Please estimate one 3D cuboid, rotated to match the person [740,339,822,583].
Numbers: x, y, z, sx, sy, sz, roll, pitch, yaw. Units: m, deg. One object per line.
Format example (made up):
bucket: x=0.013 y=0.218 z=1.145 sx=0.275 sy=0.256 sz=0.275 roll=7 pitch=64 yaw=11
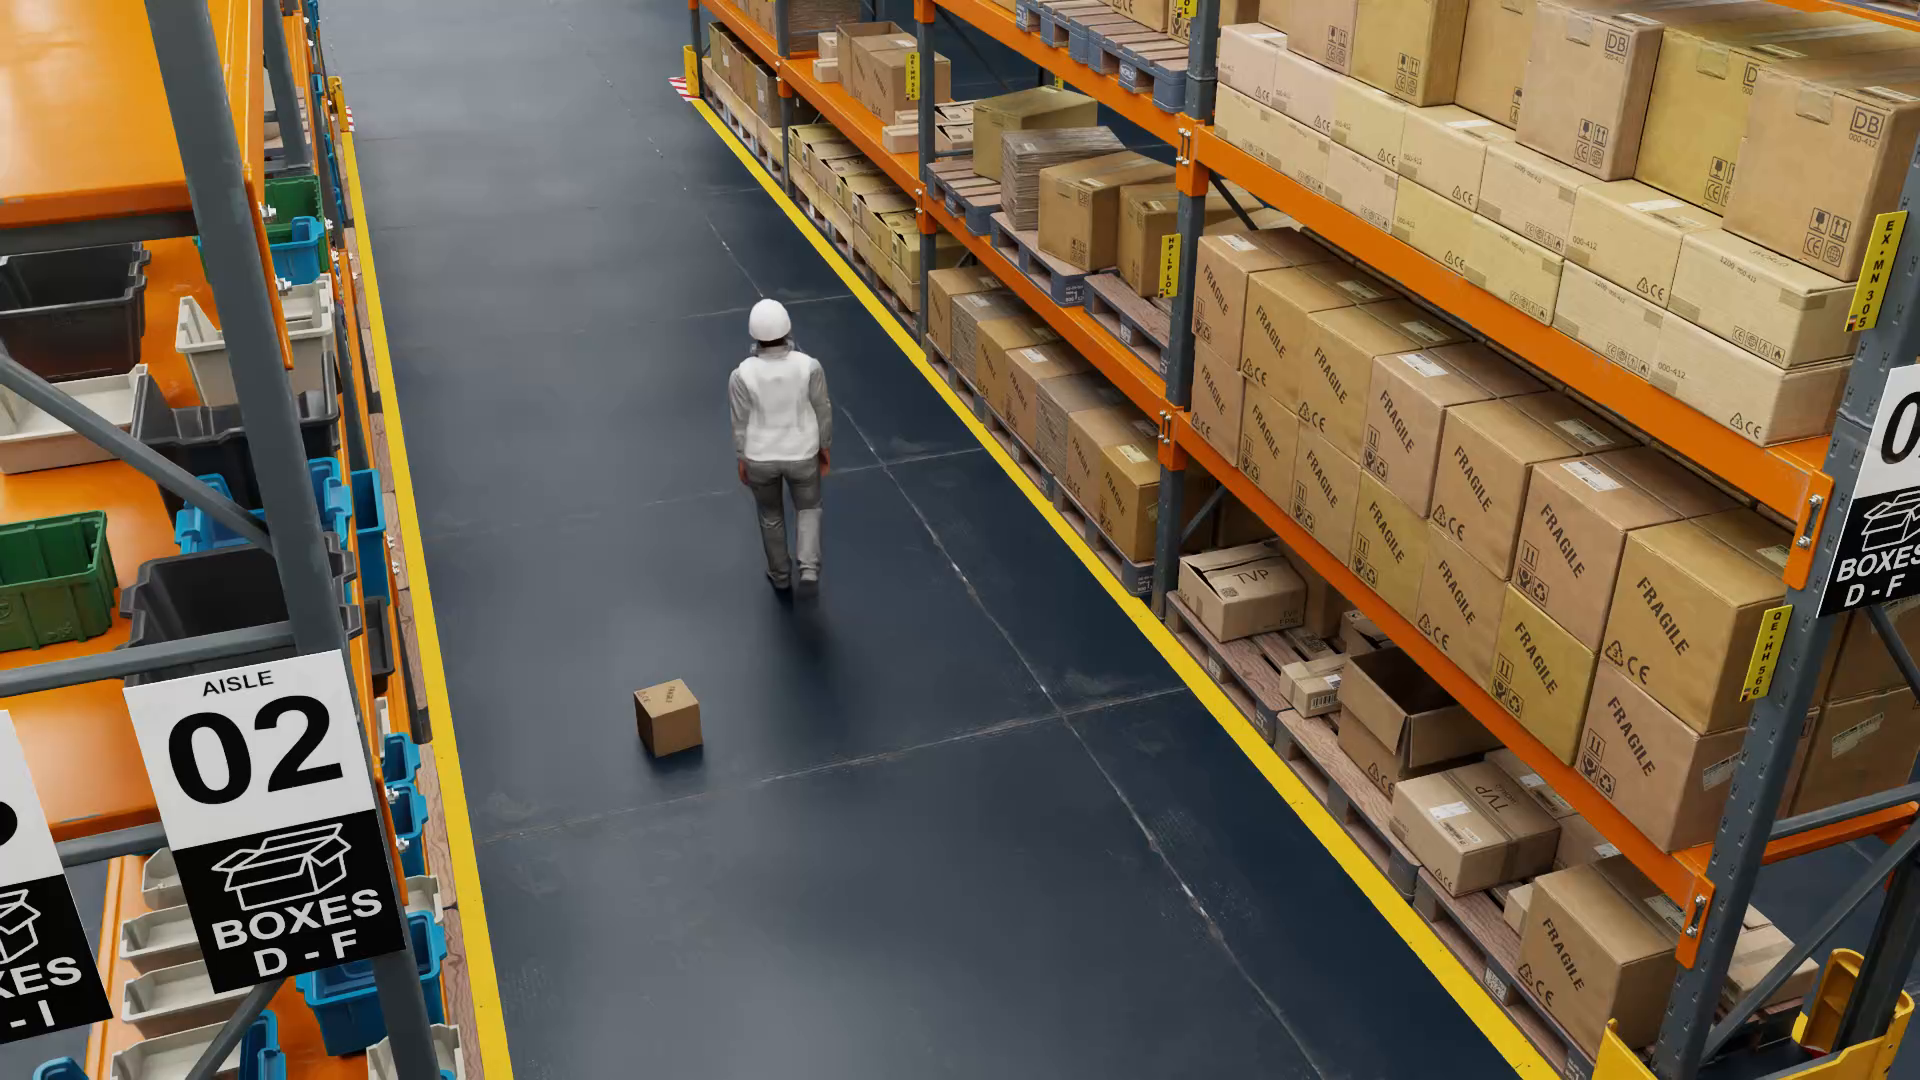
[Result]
person: x=-0.970 y=-0.370 z=9.108 sx=0.448 sy=1.475 sz=0.545 roll=-5 pitch=30 yaw=-9
